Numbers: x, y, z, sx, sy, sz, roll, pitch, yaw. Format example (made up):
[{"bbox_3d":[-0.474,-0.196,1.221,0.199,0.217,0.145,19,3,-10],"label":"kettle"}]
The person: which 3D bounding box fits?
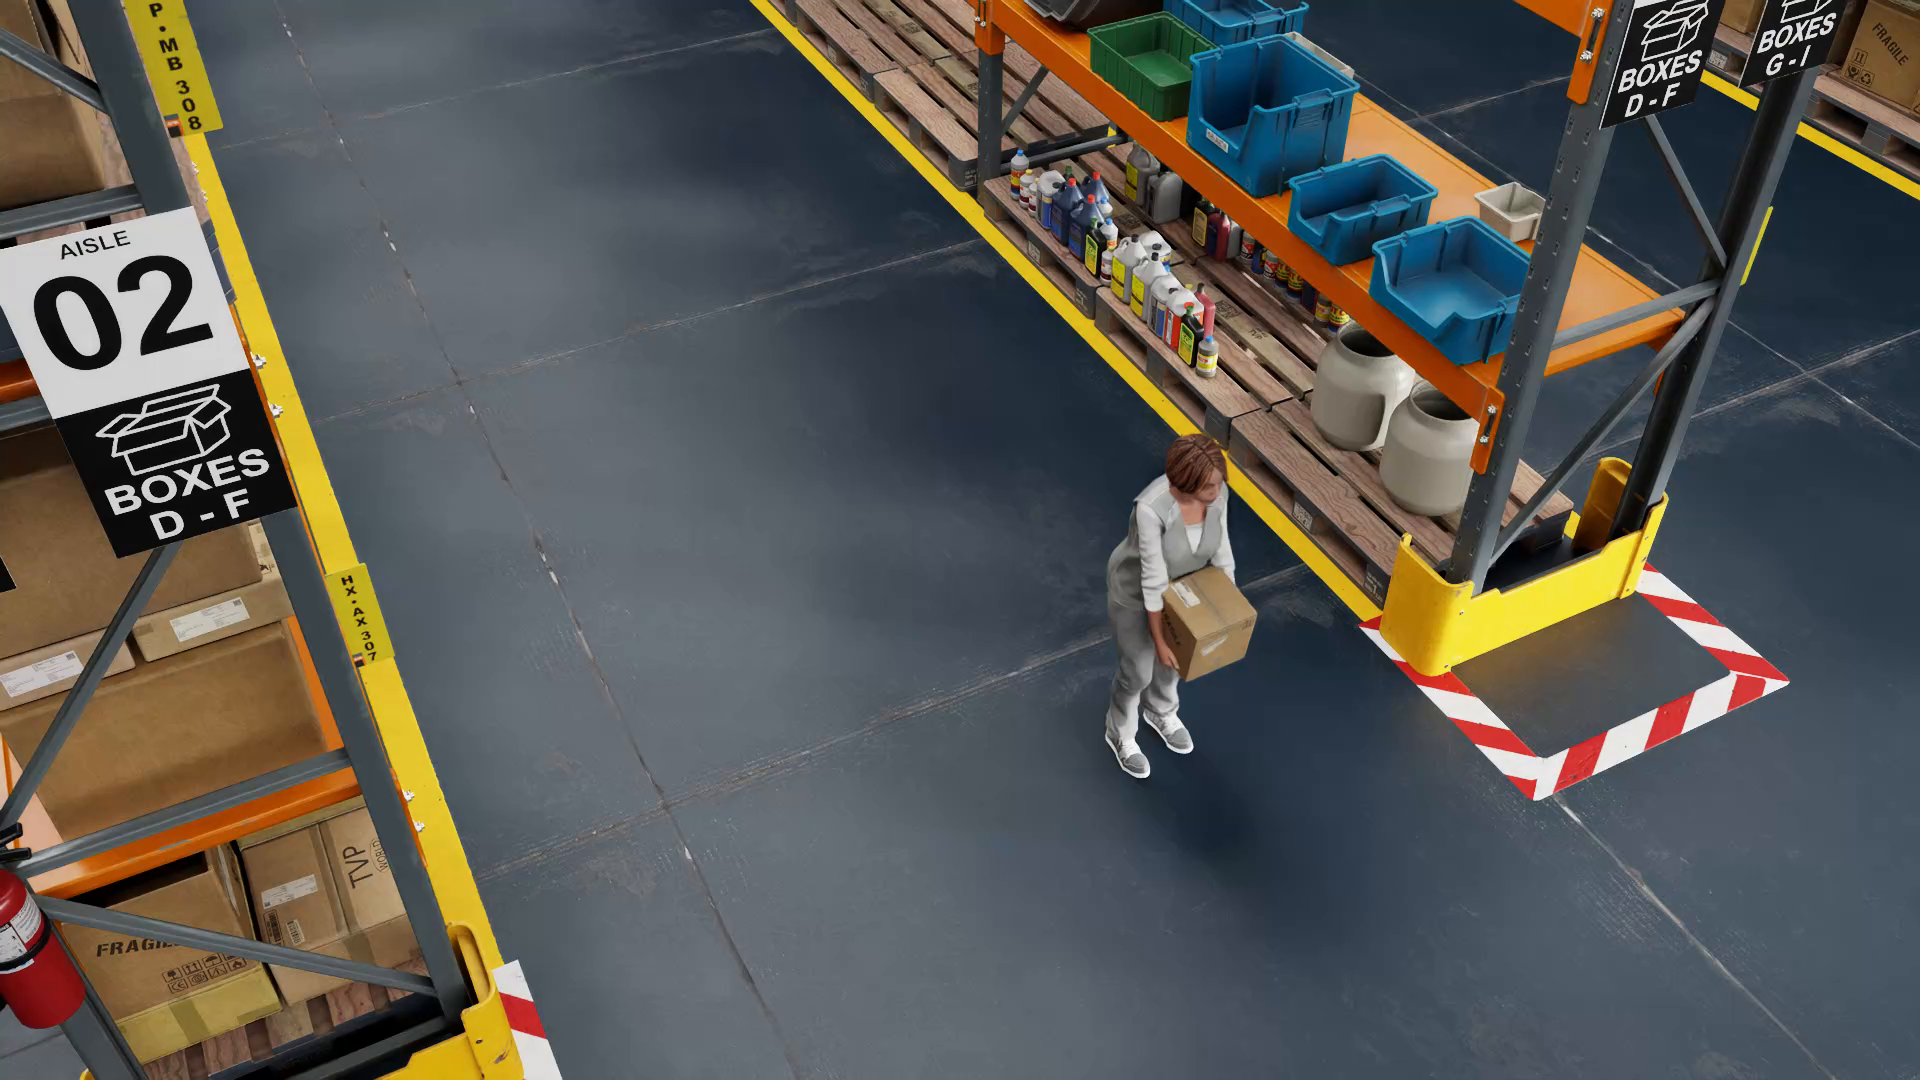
[{"bbox_3d":[0.748,0.236,5.924,0.372,1.577,0.521,-20,46,-21],"label":"person"}]
